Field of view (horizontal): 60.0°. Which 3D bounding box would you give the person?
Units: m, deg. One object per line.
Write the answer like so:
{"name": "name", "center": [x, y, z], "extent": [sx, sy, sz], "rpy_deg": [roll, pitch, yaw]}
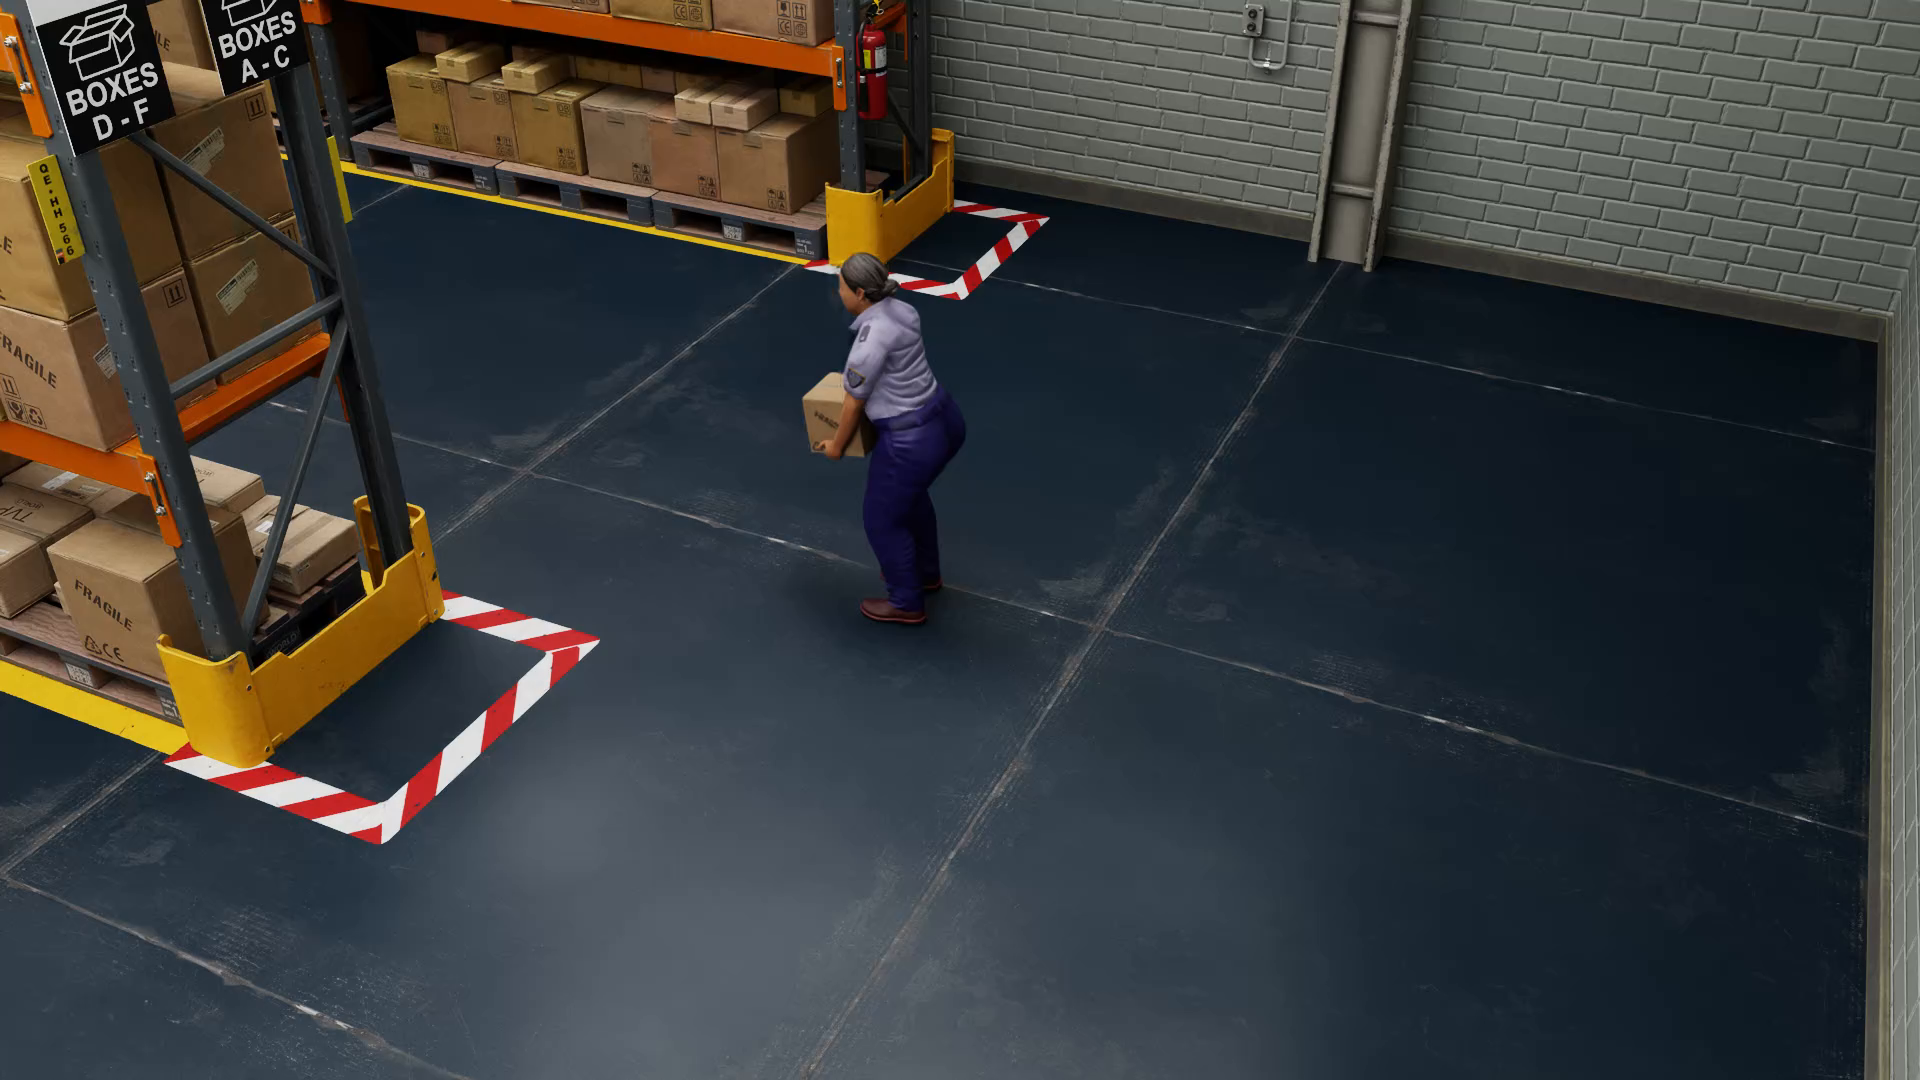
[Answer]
{"name": "person", "center": [-0.282, -0.417, 6.819], "extent": [0.567, 1.610, 0.434], "rpy_deg": [14, 36, 20]}
